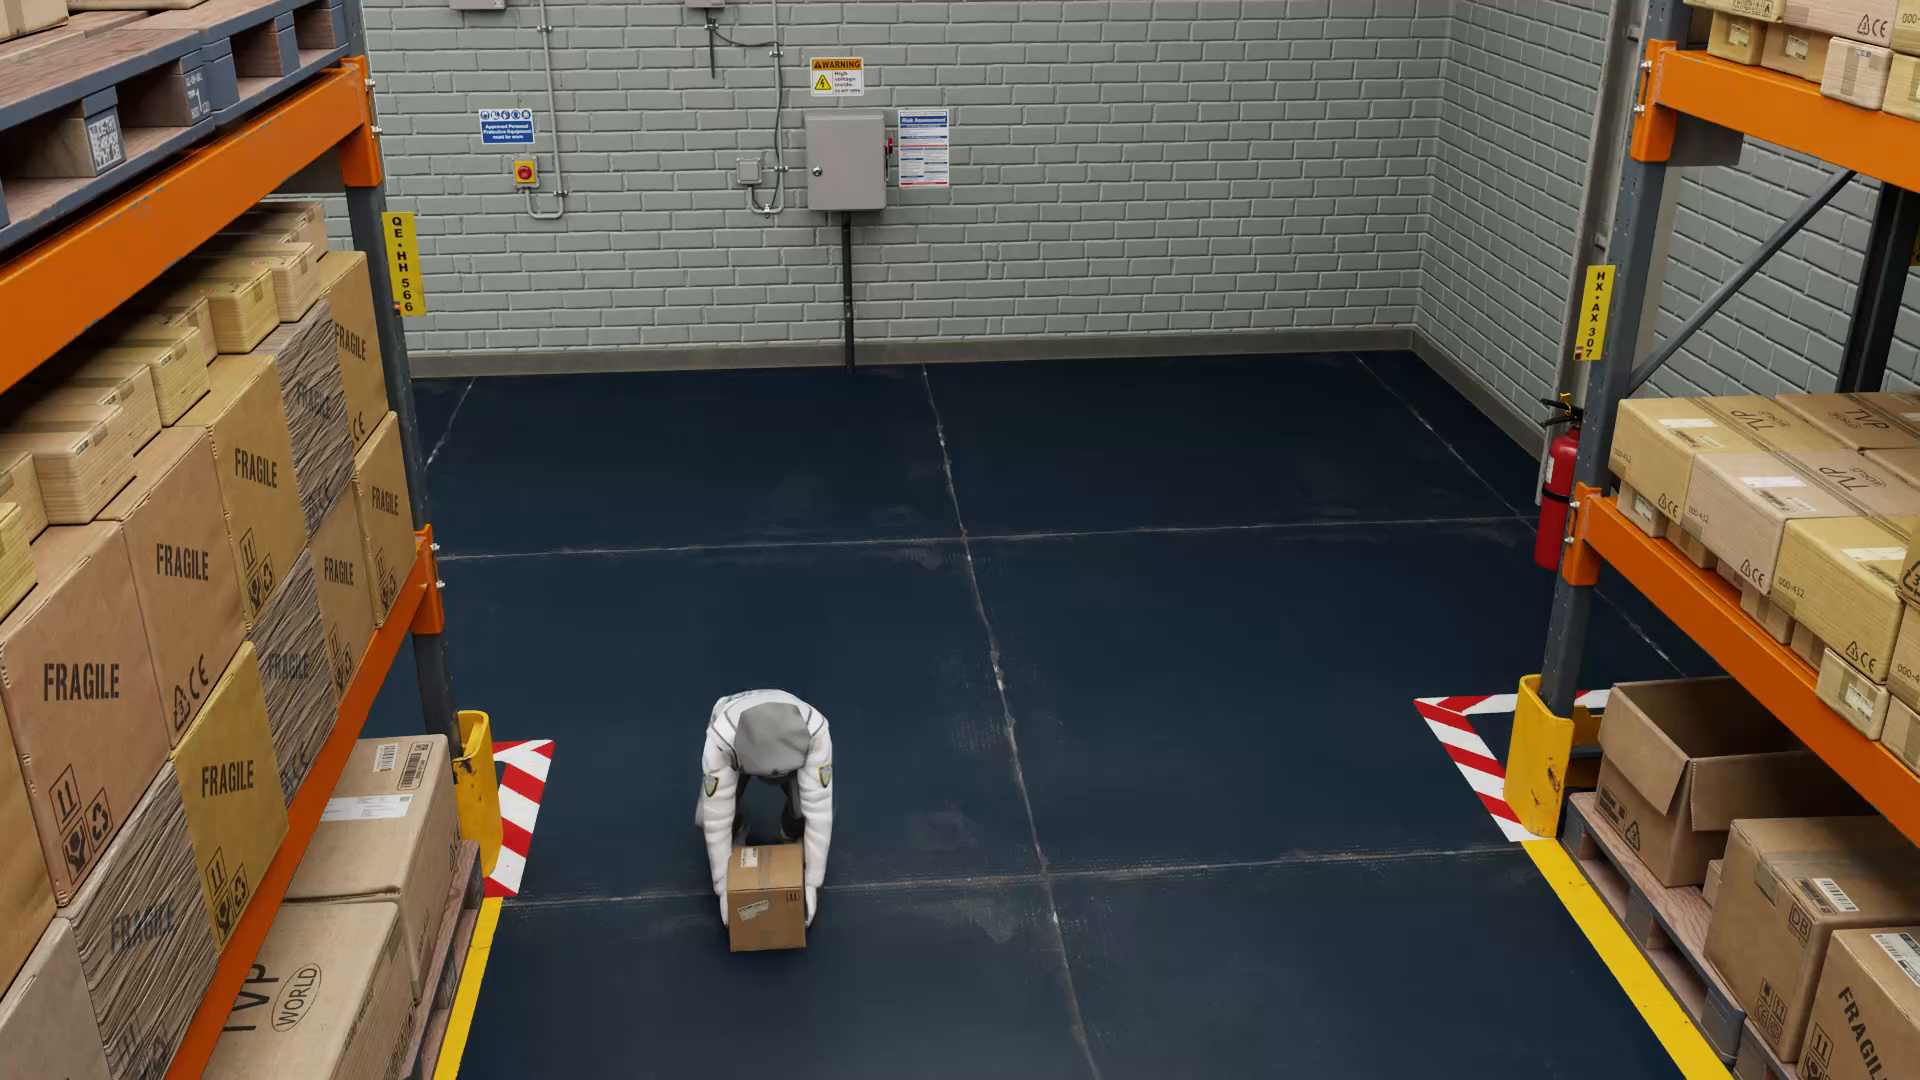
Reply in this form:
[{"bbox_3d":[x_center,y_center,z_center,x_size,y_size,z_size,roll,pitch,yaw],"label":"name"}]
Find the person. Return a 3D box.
[{"bbox_3d":[-0.684,0.815,5.786,0.480,0.850,0.858,-2,24,-5],"label":"person"}]
